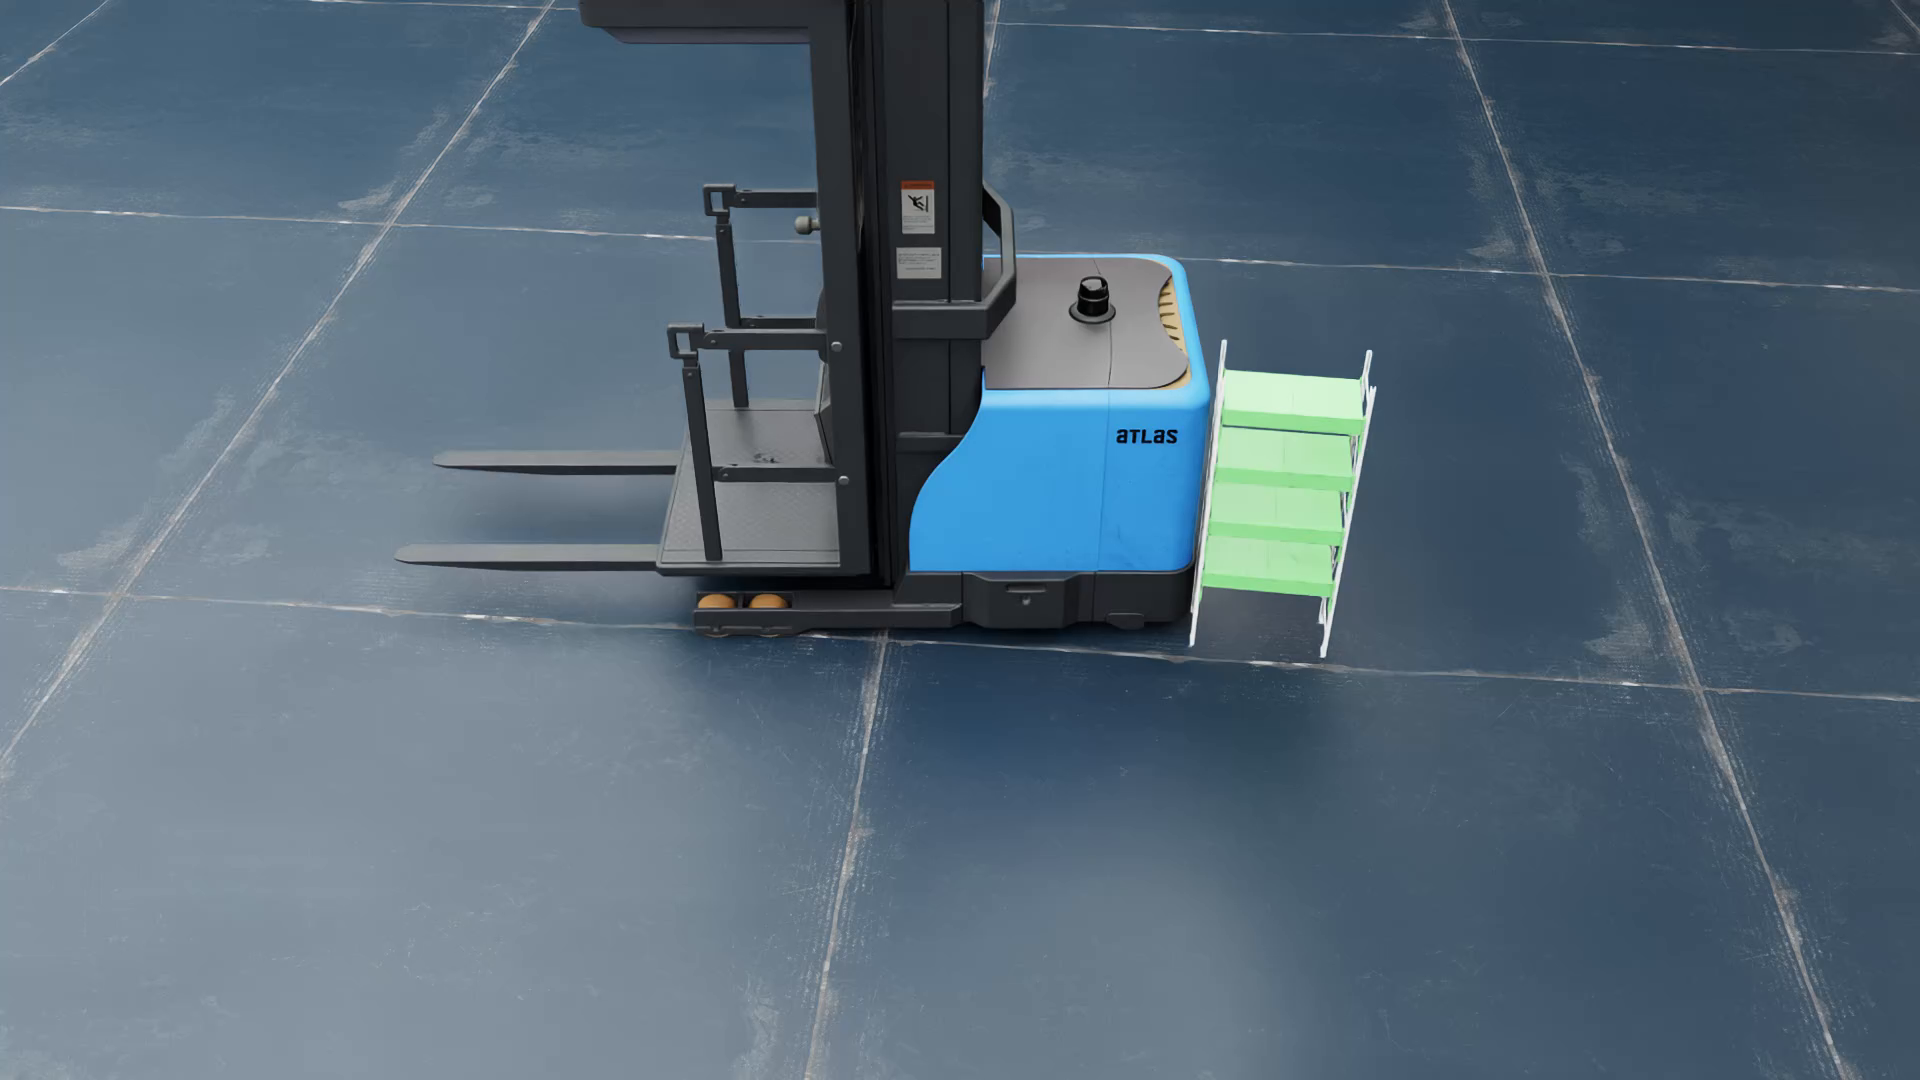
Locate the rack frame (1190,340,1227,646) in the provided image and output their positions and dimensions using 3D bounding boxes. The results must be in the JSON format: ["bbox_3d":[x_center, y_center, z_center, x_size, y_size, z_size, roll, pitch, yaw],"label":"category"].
[{"bbox_3d":[0.889,-0.143,5.976,0.015,1.200,0.240,5,39,6],"label":"rack frame"}]

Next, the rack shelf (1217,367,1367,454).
[{"bbox_3d":[1.131,-0.445,5.688,0.480,0.148,0.258,5,39,6],"label":"rack shelf"}]

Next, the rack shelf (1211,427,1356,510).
[{"bbox_3d":[1.131,-0.259,5.839,0.480,0.148,0.258,5,39,6],"label":"rack shelf"}]

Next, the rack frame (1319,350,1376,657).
[{"bbox_3d":[1.373,-0.102,5.925,0.015,1.200,0.240,5,39,6],"label":"rack frame"}]

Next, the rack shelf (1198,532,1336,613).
[{"bbox_3d":[1.131,0.113,6.142,0.480,0.148,0.258,5,39,6],"label":"rack shelf"}]

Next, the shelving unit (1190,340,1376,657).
[{"bbox_3d":[1.131,-0.123,5.950,0.503,1.200,0.258,5,39,6],"label":"shelving unit"}]

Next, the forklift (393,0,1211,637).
[{"bbox_3d":[-0.638,-1.103,5.784,3.031,2.935,1.130,0,39,0],"label":"forklift"}]

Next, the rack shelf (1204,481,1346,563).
[{"bbox_3d":[1.131,-0.073,5.991,0.480,0.148,0.258,5,39,6],"label":"rack shelf"}]
